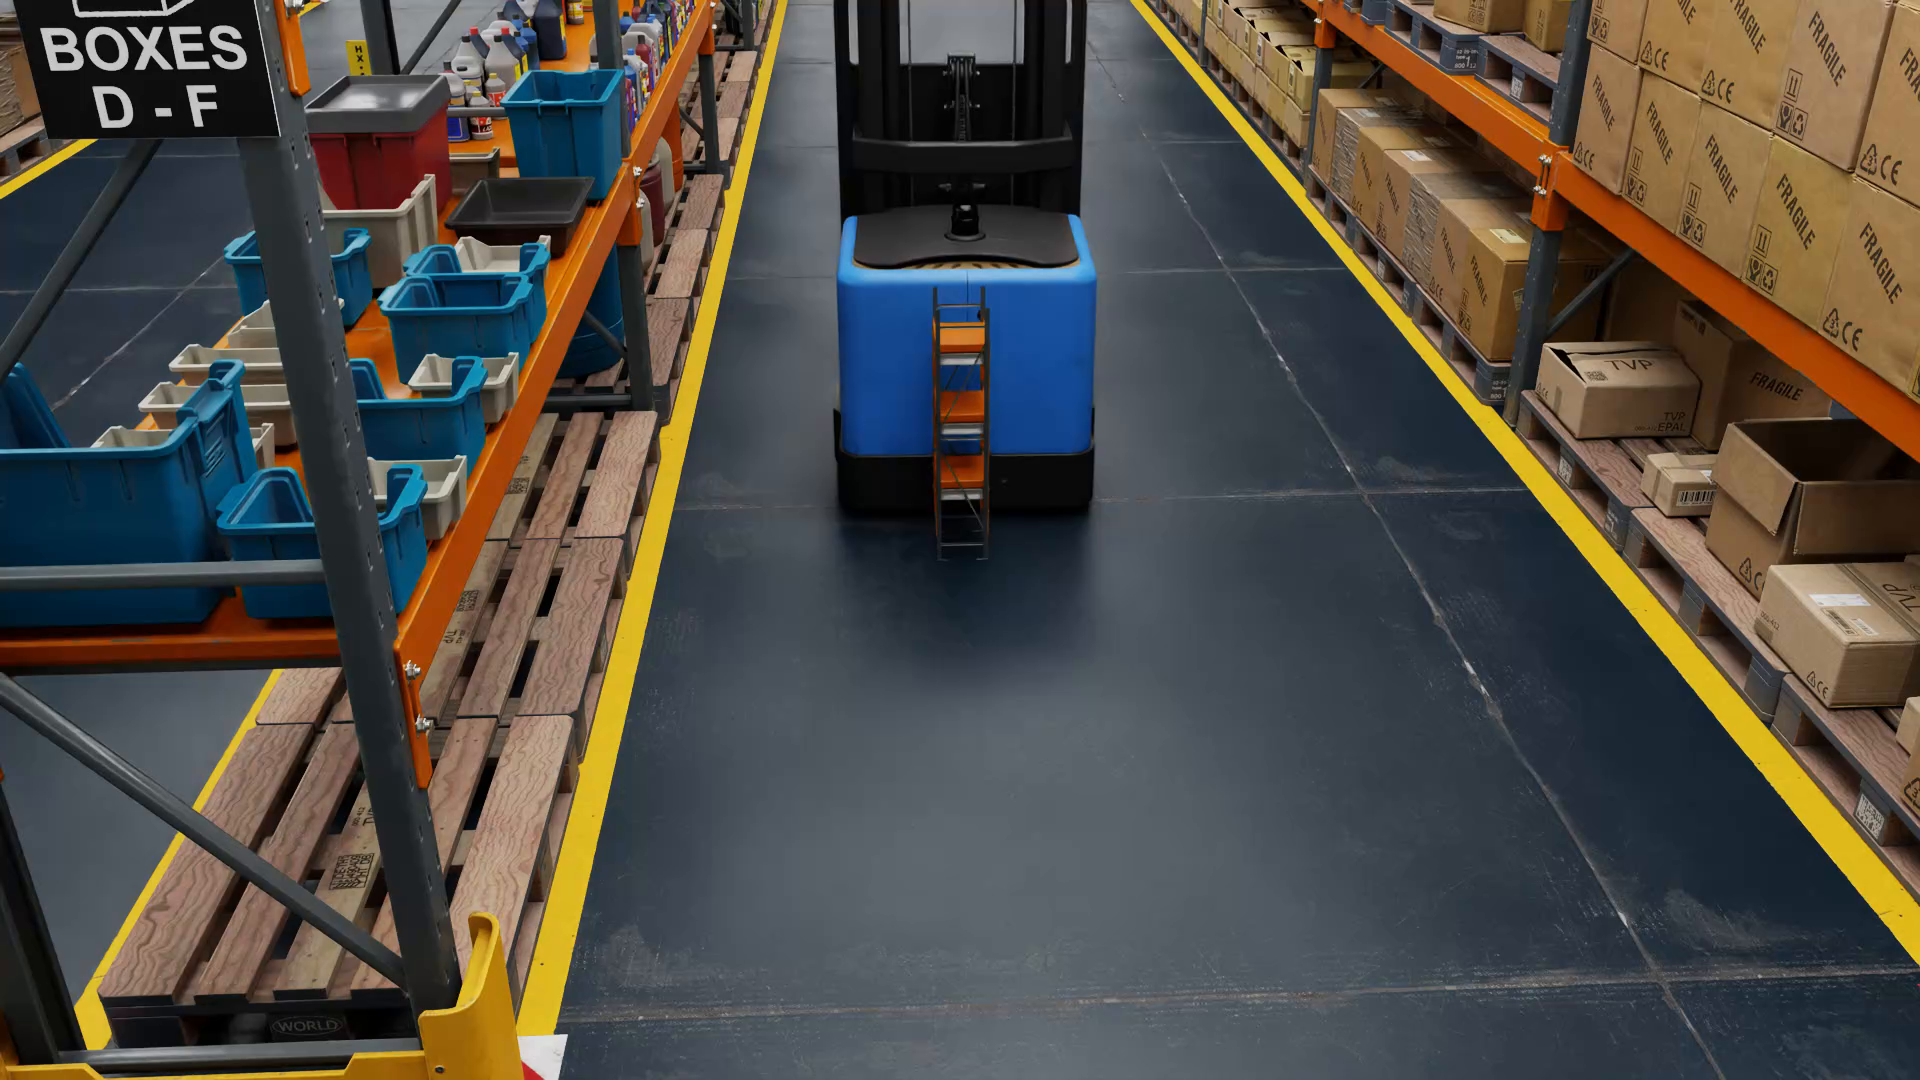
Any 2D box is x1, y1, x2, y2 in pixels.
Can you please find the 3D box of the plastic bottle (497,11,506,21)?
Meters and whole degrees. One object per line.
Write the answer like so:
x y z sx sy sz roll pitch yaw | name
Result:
-2.353 -2.566 8.552 0.061 0.283 0.133 -1 28 -3 | plastic bottle

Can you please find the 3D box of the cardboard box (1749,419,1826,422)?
3.411 -0.285 6.484 0.500 0.311 0.500 -1 28 -3 | cardboard box

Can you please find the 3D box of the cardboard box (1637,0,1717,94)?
2.830 -1.910 5.978 0.500 0.500 0.500 -2 28 -4 | cardboard box

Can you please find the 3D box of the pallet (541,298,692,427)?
-1.887 -0.888 8.224 1.003 0.211 1.213 -1 28 -3 | pallet

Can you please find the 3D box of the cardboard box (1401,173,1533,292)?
2.704 -1.652 8.902 0.500 0.500 0.500 -1 28 -2 | cardboard box

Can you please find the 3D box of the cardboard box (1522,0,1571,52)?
3.158 -2.655 8.035 0.700 0.500 0.500 3 28 5 | cardboard box

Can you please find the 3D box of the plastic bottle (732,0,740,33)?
-2.035 -4.755 15.086 0.061 0.283 0.133 -1 28 -3 | plastic bottle

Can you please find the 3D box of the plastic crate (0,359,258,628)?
-1.883 -0.112 3.618 0.616 0.435 0.499 -1 28 -3 | plastic crate

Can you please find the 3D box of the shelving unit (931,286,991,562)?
0.003 -0.441 6.460 0.215 1.050 0.252 -1 28 -3 | shelving unit

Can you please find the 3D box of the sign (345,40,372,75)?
-2.437 -1.877 6.806 0.100 0.325 0.005 -1 28 -3 | sign

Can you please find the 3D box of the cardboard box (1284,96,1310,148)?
2.579 -2.936 11.655 0.500 0.250 0.500 -1 28 -1 | cardboard box

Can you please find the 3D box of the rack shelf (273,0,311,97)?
-1.783 -1.854 4.596 1.077 0.370 4.000 -1 28 -3 | rack shelf

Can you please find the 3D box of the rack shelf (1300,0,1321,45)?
2.746 -4.337 12.599 1.077 0.370 4.000 -1 28 -3 | rack shelf

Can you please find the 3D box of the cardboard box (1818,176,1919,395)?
2.921 -0.752 4.840 0.500 0.500 0.500 -1 28 -2 | cardboard box

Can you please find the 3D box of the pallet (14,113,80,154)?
-7.143 -3.181 12.621 1.003 0.211 1.213 -1 28 -3 | pallet

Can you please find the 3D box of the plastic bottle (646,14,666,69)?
-1.576 -2.567 8.566 0.097 0.271 0.097 0 28 0 | plastic bottle

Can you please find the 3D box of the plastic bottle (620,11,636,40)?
-1.725 -2.608 8.646 0.097 0.271 0.097 0 28 0 | plastic bottle

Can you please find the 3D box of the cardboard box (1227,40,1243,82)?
2.470 -3.879 13.462 0.500 0.250 0.500 -2 28 -4 | cardboard box

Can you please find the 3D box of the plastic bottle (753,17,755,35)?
-1.890 -4.620 14.915 0.097 0.201 0.097 0 28 0 | plastic bottle

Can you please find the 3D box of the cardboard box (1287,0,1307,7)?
2.982 -4.375 13.807 0.500 0.311 0.500 -1 28 -1 | cardboard box

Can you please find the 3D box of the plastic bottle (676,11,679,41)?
-1.614 -2.874 9.232 0.097 0.201 0.097 0 28 0 | plastic bottle

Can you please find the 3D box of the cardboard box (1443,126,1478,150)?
3.160 -2.153 9.862 0.500 0.500 0.500 -2 28 -5 | cardboard box

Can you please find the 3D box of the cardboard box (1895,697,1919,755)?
3.062 0.589 4.964 0.380 0.166 0.250 -1 28 -3 | cardboard box

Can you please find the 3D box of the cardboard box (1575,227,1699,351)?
3.277 -1.201 8.036 0.500 0.500 0.500 -3 28 -5 | cardboard box

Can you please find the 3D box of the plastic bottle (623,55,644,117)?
-1.551 -2.104 7.674 0.152 0.276 0.135 -1 28 -3 | plastic bottle

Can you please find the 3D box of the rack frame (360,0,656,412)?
-1.888 -1.767 6.894 1.000 3.000 0.127 -1 28 -3 | rack frame

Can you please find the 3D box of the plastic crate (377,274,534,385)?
-1.432 -0.602 4.777 0.416 0.233 0.300 -1 28 -3 | plastic crate

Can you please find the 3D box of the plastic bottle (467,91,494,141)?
-2.108 -1.864 7.296 0.097 0.201 0.097 0 28 0 | plastic bottle

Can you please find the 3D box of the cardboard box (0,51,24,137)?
-7.140 -3.146 11.765 0.700 0.500 0.500 -4 28 -7 | cardboard box

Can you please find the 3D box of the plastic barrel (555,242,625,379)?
-1.899 -1.274 7.764 0.600 0.901 0.708 -1 28 -3 | plastic barrel

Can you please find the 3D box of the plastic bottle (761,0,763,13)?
-1.975 -5.234 15.930 0.144 0.351 0.185 0 28 -1 | plastic bottle

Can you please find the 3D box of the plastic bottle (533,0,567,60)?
-2.175 -2.736 8.805 0.144 0.351 0.185 -1 28 -3 | plastic bottle

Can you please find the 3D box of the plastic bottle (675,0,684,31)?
-1.629 -3.040 9.475 0.097 0.271 0.097 0 28 0 | plastic bottle

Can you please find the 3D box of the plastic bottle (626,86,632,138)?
-1.481 -1.895 7.265 0.061 0.283 0.133 -1 28 -3 | plastic bottle

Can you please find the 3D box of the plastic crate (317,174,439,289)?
-1.992 -1.031 5.547 0.437 0.282 0.530 -1 28 -3 | plastic crate

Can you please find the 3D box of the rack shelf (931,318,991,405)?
0.003 -0.683 6.333 0.215 0.259 0.240 -1 28 -3 | rack shelf

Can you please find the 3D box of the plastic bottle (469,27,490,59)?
-2.272 -2.247 7.868 0.144 0.351 0.185 -1 28 -3 | plastic bottle

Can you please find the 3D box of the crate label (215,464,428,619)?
-1.363 0.006 3.611 0.416 0.233 0.303 -1 28 -3 | crate label

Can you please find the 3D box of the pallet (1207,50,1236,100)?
2.719 -4.003 14.198 1.003 0.211 1.213 -1 28 -3 | pallet

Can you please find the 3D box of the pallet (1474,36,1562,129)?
3.126 -2.171 7.877 1.003 0.211 1.213 -1 28 -3 | pallet

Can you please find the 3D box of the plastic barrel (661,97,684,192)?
-2.054 -2.612 10.408 0.600 0.830 0.708 -1 28 -3 | plastic barrel

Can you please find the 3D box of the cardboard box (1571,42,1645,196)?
2.813 -1.687 6.633 0.500 0.500 0.500 -1 28 -1 | cardboard box

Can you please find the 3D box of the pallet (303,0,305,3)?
-7.450 -5.541 17.146 1.003 0.211 1.213 -1 28 -3 | pallet

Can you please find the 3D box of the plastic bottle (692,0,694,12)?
-1.662 -3.296 10.040 0.097 0.201 0.097 0 28 0 | plastic bottle

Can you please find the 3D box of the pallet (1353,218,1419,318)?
2.912 -1.588 9.566 1.003 0.211 1.213 -1 28 -3 | pallet

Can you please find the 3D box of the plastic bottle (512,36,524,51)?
-2.153 -2.297 8.050 0.097 0.271 0.097 0 28 0 | plastic bottle

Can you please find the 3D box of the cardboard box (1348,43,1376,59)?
3.080 -3.439 12.013 0.500 0.311 0.500 -2 28 -4 | cardboard box

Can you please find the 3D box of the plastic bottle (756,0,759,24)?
-1.943 -4.952 15.389 0.144 0.351 0.185 -3 28 -5 | plastic bottle

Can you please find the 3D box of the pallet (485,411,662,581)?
-1.811 -0.192 6.889 1.003 0.211 1.213 -1 28 -3 | pallet

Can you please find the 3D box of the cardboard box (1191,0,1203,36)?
2.399 -4.755 15.143 0.500 0.250 0.500 -1 28 -3 | cardboard box

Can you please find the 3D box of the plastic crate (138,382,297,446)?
-1.903 -0.336 4.370 0.396 0.136 0.243 -1 28 -3 | plastic crate

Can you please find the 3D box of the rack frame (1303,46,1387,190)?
2.850 -3.732 10.662 1.000 3.000 0.127 -1 28 -3 | rack frame

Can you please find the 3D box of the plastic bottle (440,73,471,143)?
-2.231 -1.886 7.256 0.152 0.276 0.135 -1 28 -3 | plastic bottle

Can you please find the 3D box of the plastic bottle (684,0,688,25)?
-1.640 -3.130 9.647 0.097 0.271 0.097 0 28 0 | plastic bottle

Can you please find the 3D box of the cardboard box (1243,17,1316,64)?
2.496 -3.888 12.874 0.500 0.311 0.500 -1 28 -1 | cardboard box

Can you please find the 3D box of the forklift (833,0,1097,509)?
-0.006 -2.065 7.540 1.130 2.935 3.031 -1 28 -1 | forklift

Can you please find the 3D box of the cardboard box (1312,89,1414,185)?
2.588 -2.602 10.722 0.500 0.500 0.500 0 28 0 | cardboard box
